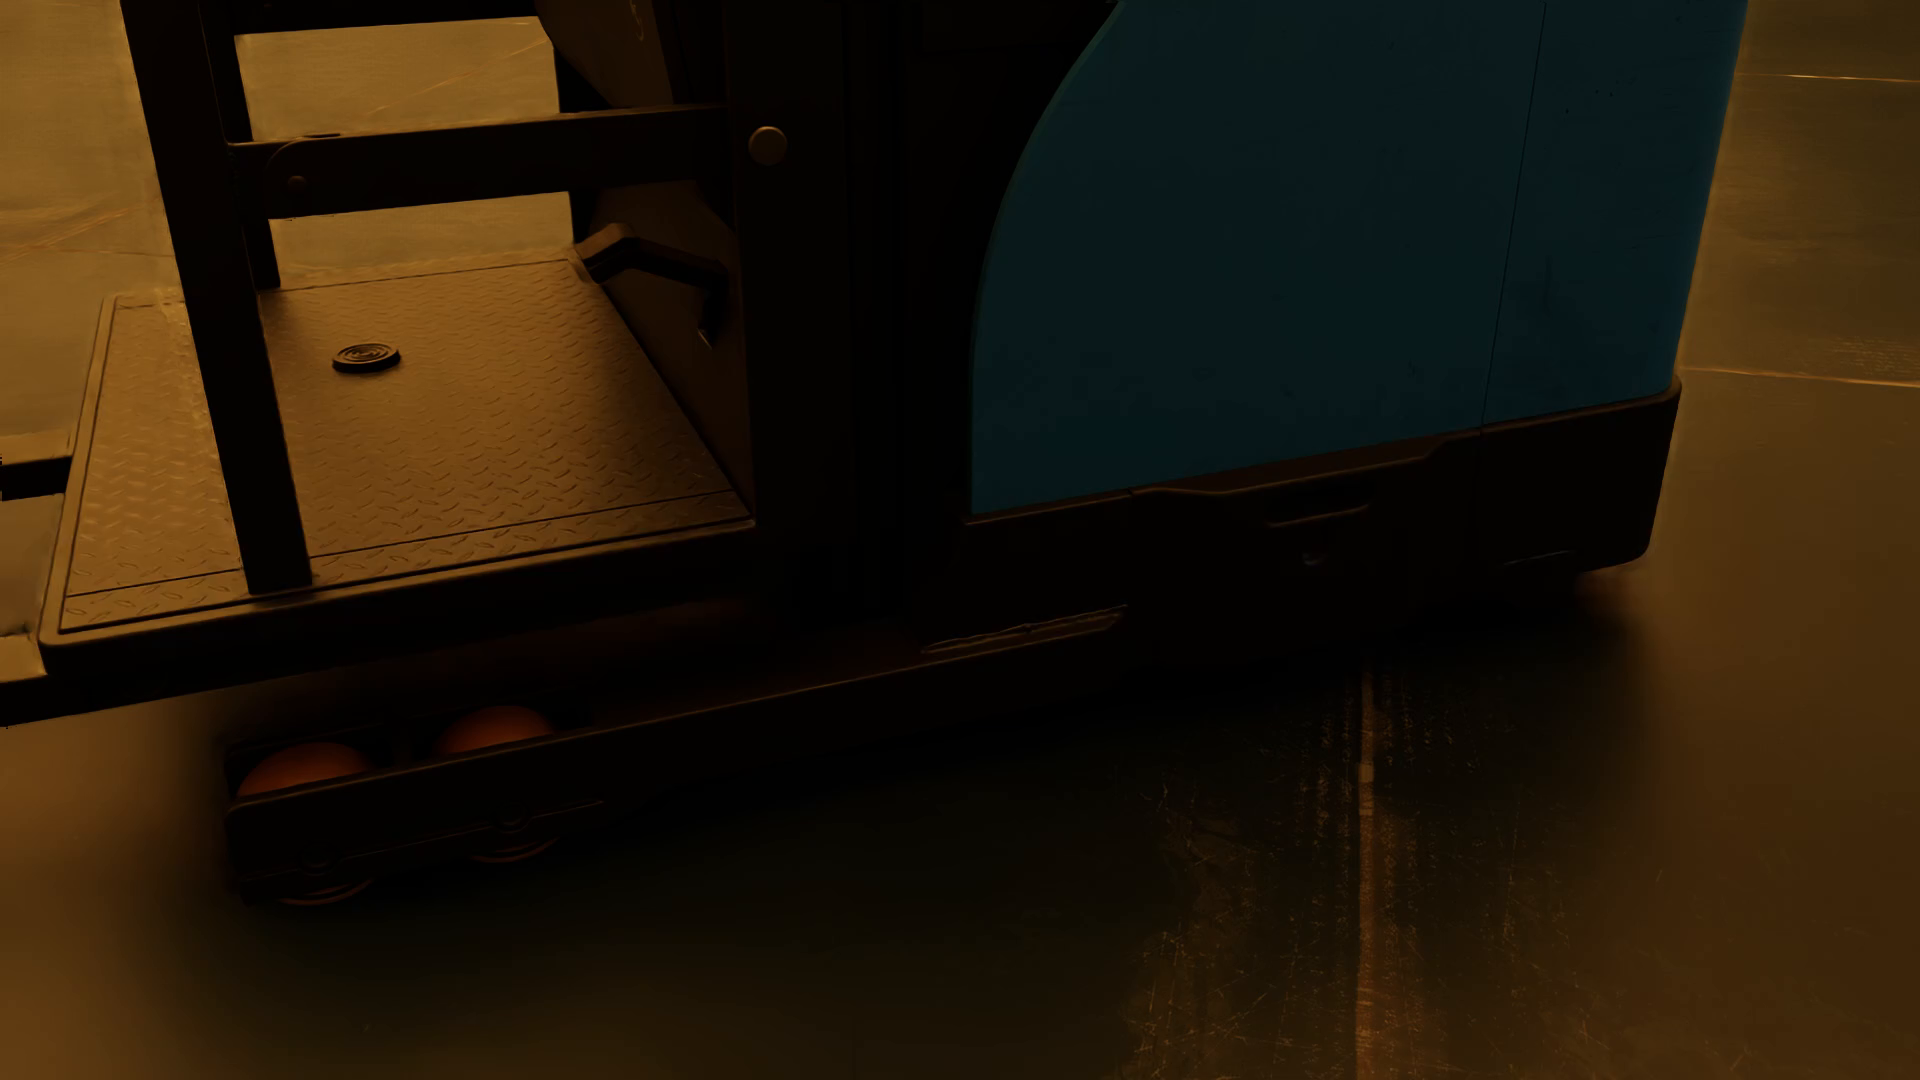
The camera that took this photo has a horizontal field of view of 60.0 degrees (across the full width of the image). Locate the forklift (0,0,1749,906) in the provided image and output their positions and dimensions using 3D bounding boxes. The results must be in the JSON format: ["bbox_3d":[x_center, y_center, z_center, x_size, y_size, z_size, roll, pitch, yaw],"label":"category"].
[{"bbox_3d":[-0.597,-1.196,1.617,3.031,2.935,1.130,-10,29,-19],"label":"forklift"}]
